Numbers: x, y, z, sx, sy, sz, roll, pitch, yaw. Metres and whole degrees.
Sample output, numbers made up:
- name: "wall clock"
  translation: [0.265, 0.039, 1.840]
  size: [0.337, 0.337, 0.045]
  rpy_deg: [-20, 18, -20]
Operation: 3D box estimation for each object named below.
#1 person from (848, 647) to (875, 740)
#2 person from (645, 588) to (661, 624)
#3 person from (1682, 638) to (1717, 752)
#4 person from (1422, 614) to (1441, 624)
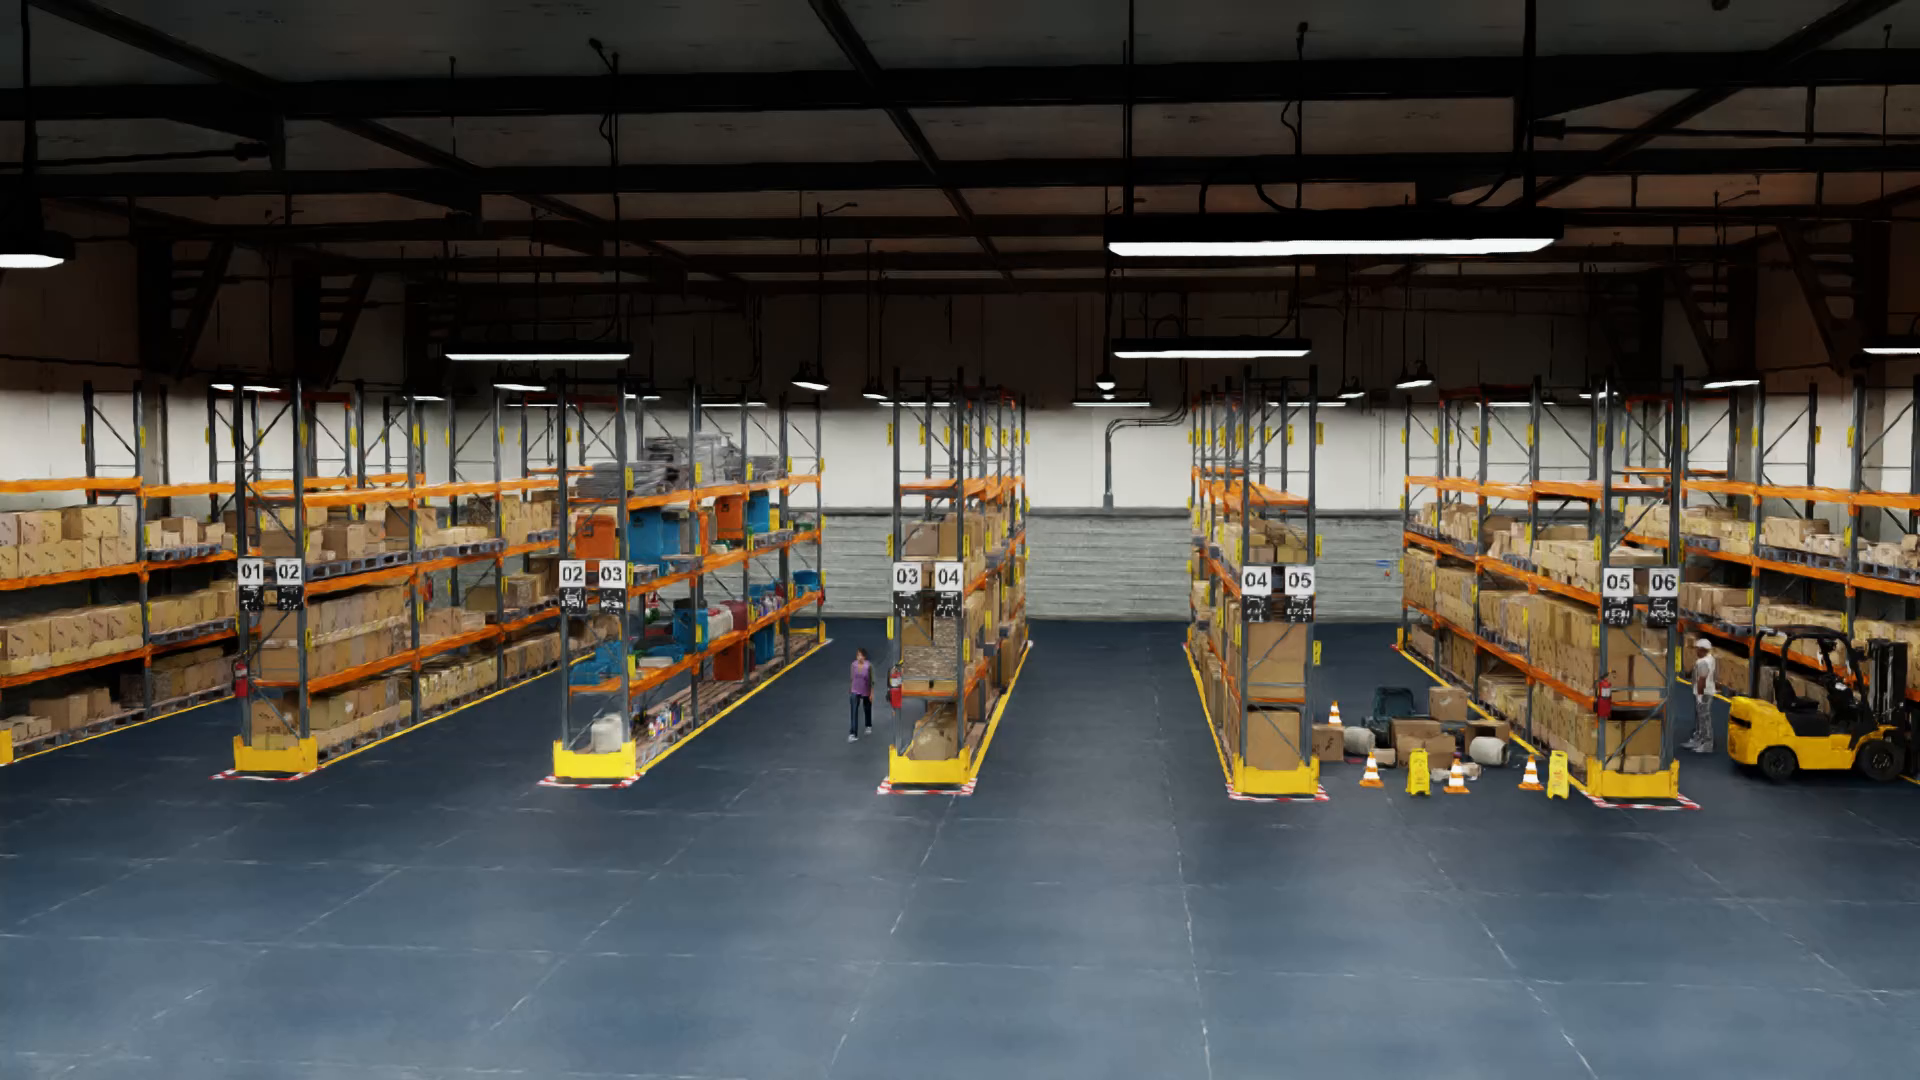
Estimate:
- name: "person"
  translation: [-1.614, 2.515, 27.524]
  size: [0.416, 1.512, 1.027]
  rpy_deg: [0, 4, 5]
- name: "person"
  translation: [-7.353, 1.635, 39.739]
  size: [0.494, 1.790, 0.645]
  rpy_deg: [1, 4, 12]
- name: "person"
  translation: [11.757, 2.451, 26.448]
  size: [0.494, 1.785, 0.616]
  rpy_deg: [2, 4, 35]
- name: "person"
  translation: [11.704, 1.620, 41.191]
  size: [0.591, 1.661, 0.491]
  rpy_deg: [-3, 4, -36]
